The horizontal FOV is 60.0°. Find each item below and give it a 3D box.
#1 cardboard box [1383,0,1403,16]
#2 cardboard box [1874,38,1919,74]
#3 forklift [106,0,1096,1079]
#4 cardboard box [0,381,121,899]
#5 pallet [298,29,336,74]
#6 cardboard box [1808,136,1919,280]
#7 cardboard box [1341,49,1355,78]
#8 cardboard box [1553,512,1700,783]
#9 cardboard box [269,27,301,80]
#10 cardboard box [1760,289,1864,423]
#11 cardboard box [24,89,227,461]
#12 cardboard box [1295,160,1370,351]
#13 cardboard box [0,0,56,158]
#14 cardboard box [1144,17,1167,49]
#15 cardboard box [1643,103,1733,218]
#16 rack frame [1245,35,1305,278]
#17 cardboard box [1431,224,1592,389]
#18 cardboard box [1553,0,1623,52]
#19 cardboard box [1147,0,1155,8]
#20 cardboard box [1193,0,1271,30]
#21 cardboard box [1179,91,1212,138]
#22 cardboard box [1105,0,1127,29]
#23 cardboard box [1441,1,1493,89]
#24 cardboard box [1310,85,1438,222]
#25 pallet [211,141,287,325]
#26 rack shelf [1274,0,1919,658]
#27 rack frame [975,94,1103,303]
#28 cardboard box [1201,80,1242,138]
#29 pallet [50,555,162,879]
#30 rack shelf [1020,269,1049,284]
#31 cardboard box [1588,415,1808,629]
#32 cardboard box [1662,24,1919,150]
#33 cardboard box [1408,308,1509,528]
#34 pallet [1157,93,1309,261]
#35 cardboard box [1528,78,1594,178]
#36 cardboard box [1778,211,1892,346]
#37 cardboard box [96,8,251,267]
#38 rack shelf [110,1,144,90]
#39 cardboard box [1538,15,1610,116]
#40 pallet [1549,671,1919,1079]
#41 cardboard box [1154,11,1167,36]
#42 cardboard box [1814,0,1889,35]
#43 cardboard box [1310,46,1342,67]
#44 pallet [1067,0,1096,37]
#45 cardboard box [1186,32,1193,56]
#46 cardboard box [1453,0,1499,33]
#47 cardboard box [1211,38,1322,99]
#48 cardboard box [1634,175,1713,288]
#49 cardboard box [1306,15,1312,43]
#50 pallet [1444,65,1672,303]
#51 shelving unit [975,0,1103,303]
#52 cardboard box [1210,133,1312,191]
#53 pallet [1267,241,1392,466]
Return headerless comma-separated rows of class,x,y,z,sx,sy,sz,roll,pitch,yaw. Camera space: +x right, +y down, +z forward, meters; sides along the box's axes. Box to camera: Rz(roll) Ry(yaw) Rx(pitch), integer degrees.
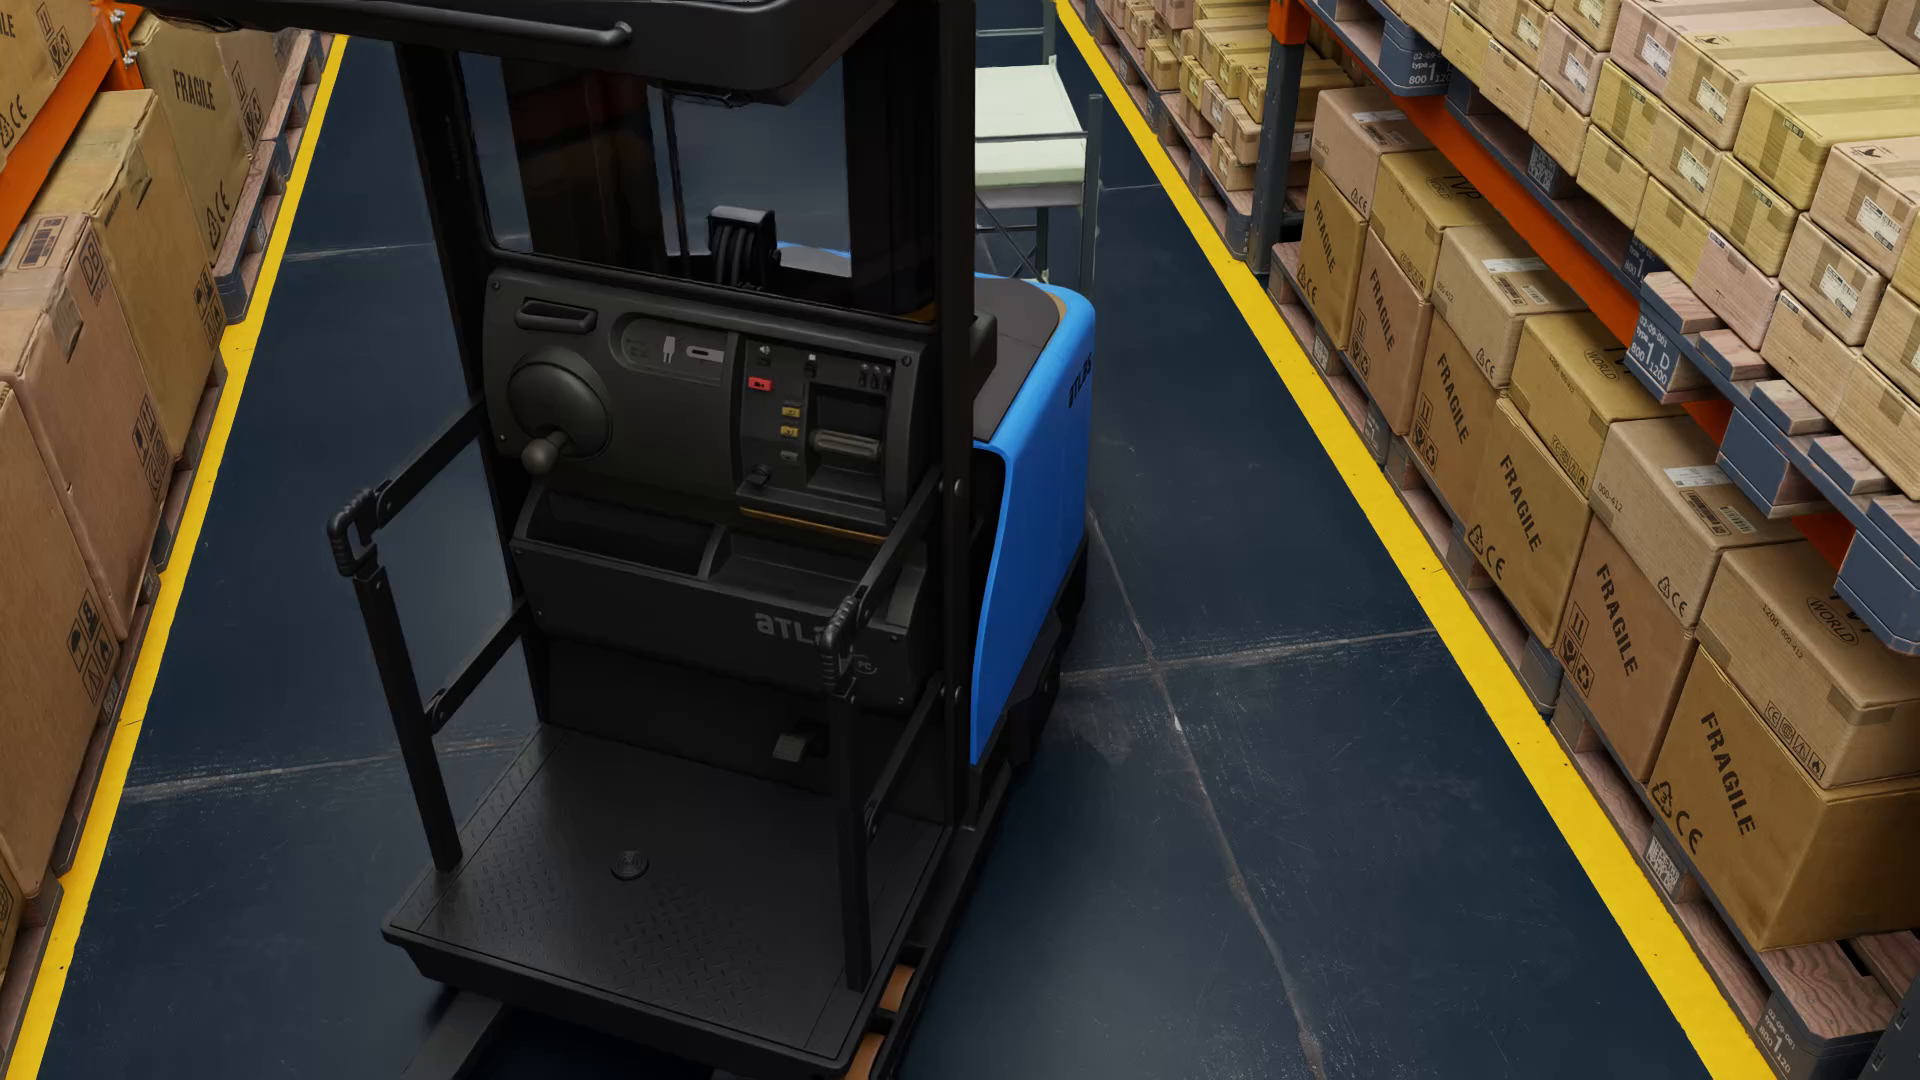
cardboard box,1.401,-1.626,4.760,0.380,0.149,0.250,-6,38,-7
cardboard box,2.275,-1.026,3.745,0.380,0.149,0.250,-6,38,-8
forklift,-0.592,-0.203,3.122,1.130,2.935,3.031,12,39,15
cardboard box,-2.801,0.287,3.825,1.225,0.875,0.875,-6,38,-8
pallet,-3.737,-2.684,8.533,1.003,0.211,1.213,-6,38,-8
cardboard box,1.770,-0.601,2.956,0.380,0.149,0.250,-7,38,-9
cardboard box,1.801,-1.995,6.869,0.380,0.149,0.250,-4,38,-6
cardboard box,1.889,0.237,4.195,0.500,0.500,0.500,-5,38,-6
cardboard box,-3.604,-2.659,7.618,0.875,0.875,0.875,-6,38,-8
cardboard box,1.768,-0.366,3.138,0.380,0.149,0.250,-6,38,-8
cardboard box,-3.121,-0.787,5.207,1.225,0.875,0.875,-6,38,-8
cardboard box,1.516,-1.020,5.814,0.500,0.500,0.500,-5,38,-6
cardboard box,-2.822,-1.331,4.437,0.500,0.500,0.500,-5,38,-7
cardboard box,1.082,-2.347,7.807,0.380,0.149,0.250,-6,38,-7
cardboard box,1.674,-0.805,3.461,0.380,0.149,0.250,-6,38,-8
rack frame,1.648,-2.317,5.787,1.000,3.000,0.127,-6,38,-8
cardboard box,1.698,-0.687,4.773,0.500,0.250,0.500,-5,38,-6
cardboard box,1.587,-1.230,3.766,0.380,0.149,0.250,-4,38,-6
cardboard box,1.028,-2.558,7.595,0.380,0.149,0.250,-8,38,-10
cardboard box,1.226,-2.243,7.189,0.380,0.149,0.250,-5,38,-6
cardboard box,1.170,-1.875,7.201,0.380,0.149,0.250,-7,38,-9
cardboard box,0.933,-2.653,8.202,0.380,0.149,0.250,-8,39,-10
cardboard box,1.498,-1.308,4.351,0.380,0.149,0.250,-7,38,-9
cardboard box,1.517,-1.317,5.584,0.500,0.250,0.500,-8,39,-10
pallet,-3.309,-1.211,6.636,1.003,0.211,1.213,-6,38,-8
rack shelf,1.998,-0.825,4.453,1.077,0.370,4.000,-6,38,-8
rack frame,0.167,-0.536,4.717,0.400,1.500,0.023,-4,38,-5
cardboard box,1.220,-1.792,6.851,0.380,0.149,0.250,-8,39,-10
pallet,-2.826,0.453,4.494,1.003,0.211,1.213,-6,38,-8
rack shelf,0.124,-0.501,5.204,0.431,0.370,0.720,-4,38,-5
cardboard box,1.872,-0.064,3.972,0.500,0.250,0.500,-6,38,-7
cardboard box,1.674,-0.920,3.367,0.380,0.149,0.250,-5,38,-7
cardboard box,1.716,-0.386,4.997,0.500,0.500,0.500,-6,38,-7
pallet,1.495,-1.617,7.160,1.003,0.211,1.213,-6,38,-8
cardboard box,1.590,-0.991,3.943,0.380,0.149,0.250,-5,38,-7
cardboard box,1.766,-0.495,3.062,0.380,0.149,0.250,-5,38,-6
cardboard box,-3.290,-1.578,6.226,0.875,0.875,0.875,-6,38,-8
rack shelf,-3.604,-2.768,6.954,1.077,0.370,4.000,-6,38,-8
cardboard box,1.586,-1.113,3.858,0.380,0.149,0.250,-5,38,-7
pallet,2.213,0.728,4.140,1.003,0.211,1.213,-6,38,-8
cardboard box,1.117,-2.430,7.672,0.380,0.149,0.250,-8,39,-10
cardboard box,2.227,-1.296,3.851,0.380,0.149,0.250,-5,38,-7
cardboard box,1.688,-2.014,7.136,0.380,0.149,0.250,-6,38,-8
pallet,1.067,-3.091,9.057,1.003,0.211,1.213,-6,38,-8
cardboard box,1.208,-2.114,7.265,0.380,0.149,0.250,-6,38,-8
cardboard box,1.499,-1.421,4.255,0.380,0.149,0.250,-7,38,-9
cardboard box,1.245,-1.929,6.784,0.380,0.149,0.250,-6,38,-7
cardboard box,1.683,-0.672,3.533,0.380,0.149,0.250,-7,38,-9
cardboard box,1.640,-2.297,7.258,0.380,0.149,0.250,-7,38,-9
pallet,1.962,-1.016,4.269,1.003,0.211,1.213,-6,38,-8
shelving unit,0.124,-0.759,5.004,0.431,1.500,0.755,-4,38,-5
cardboard box,1.244,-1.557,6.790,0.380,0.149,0.250,-6,38,-7
pallet,1.786,-0.745,6.037,1.003,0.211,1.213,-6,38,-8
